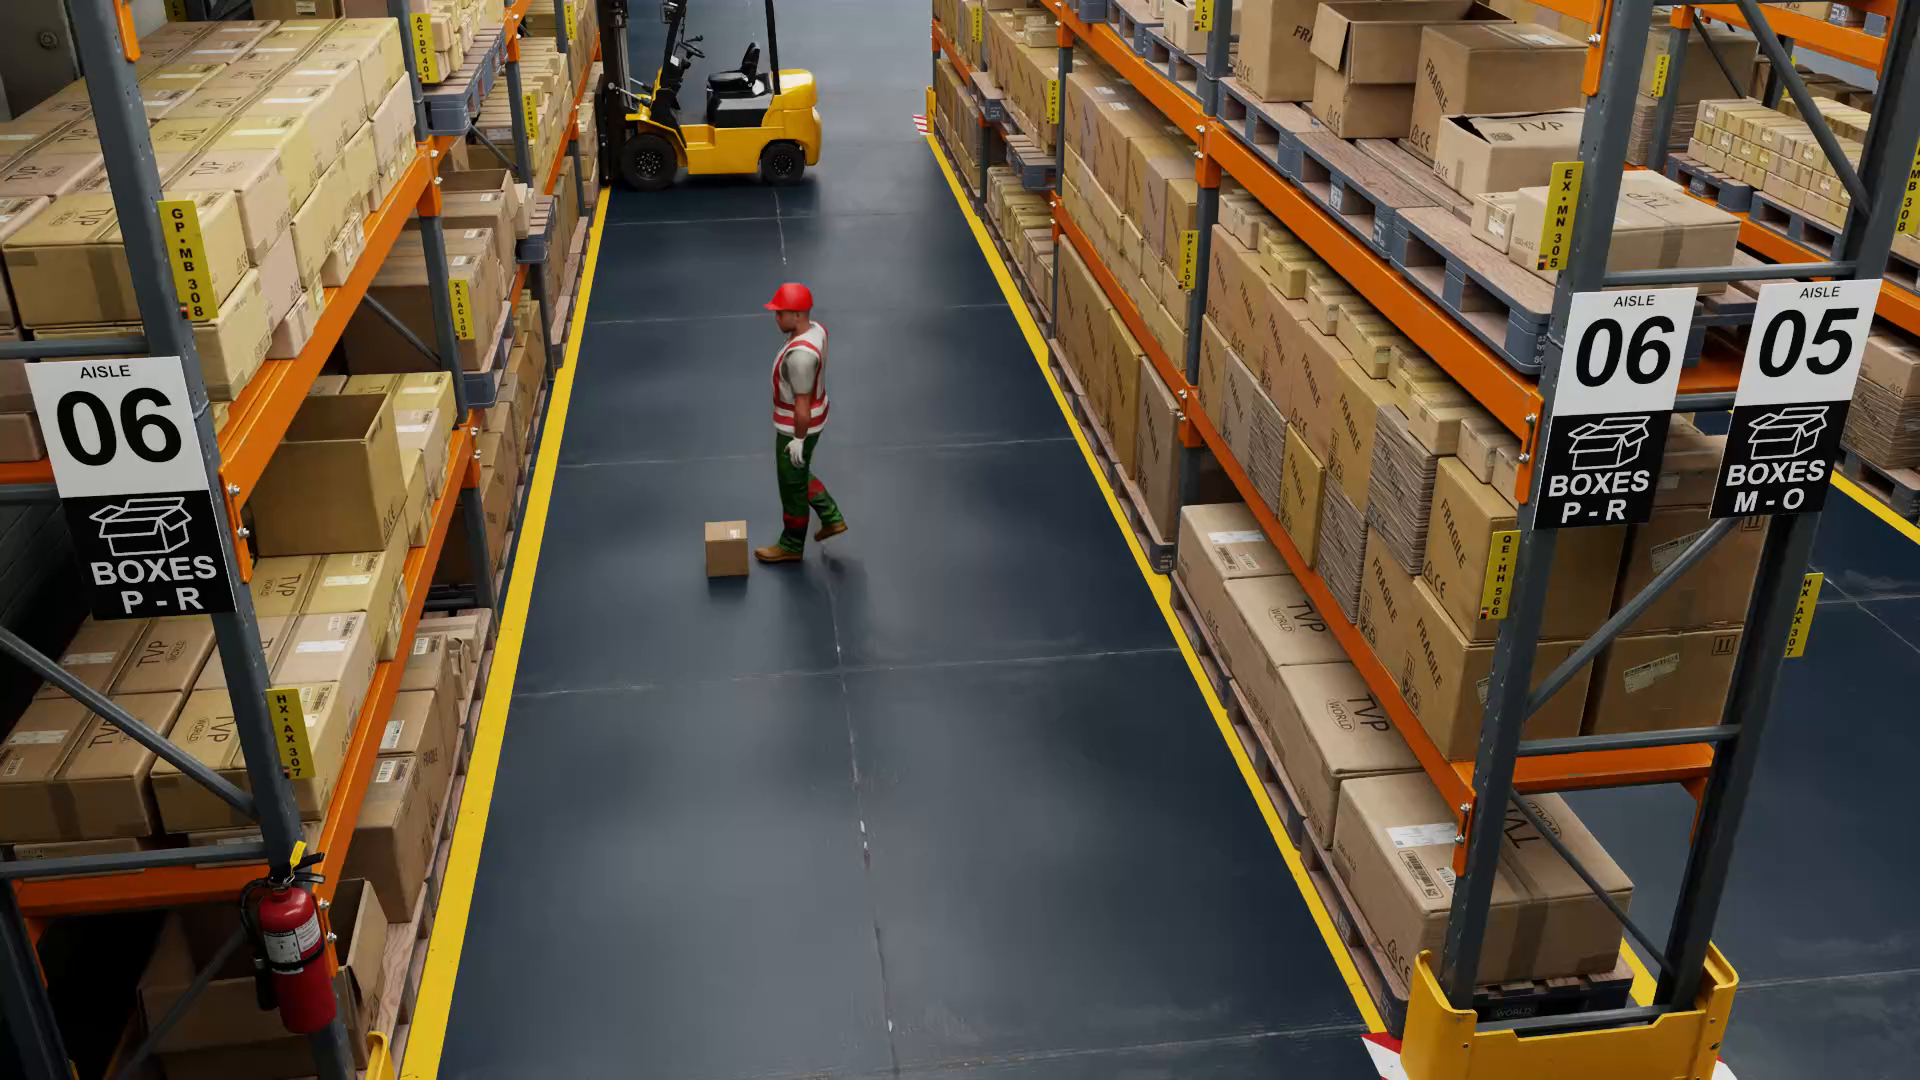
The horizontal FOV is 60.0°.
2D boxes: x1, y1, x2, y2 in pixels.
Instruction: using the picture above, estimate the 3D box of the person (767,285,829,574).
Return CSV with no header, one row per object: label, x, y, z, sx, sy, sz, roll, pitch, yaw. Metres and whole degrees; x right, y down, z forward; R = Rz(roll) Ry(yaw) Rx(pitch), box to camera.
person,-0.950,-0.657,9.890,0.345,1.783,0.526,-3,27,-6
